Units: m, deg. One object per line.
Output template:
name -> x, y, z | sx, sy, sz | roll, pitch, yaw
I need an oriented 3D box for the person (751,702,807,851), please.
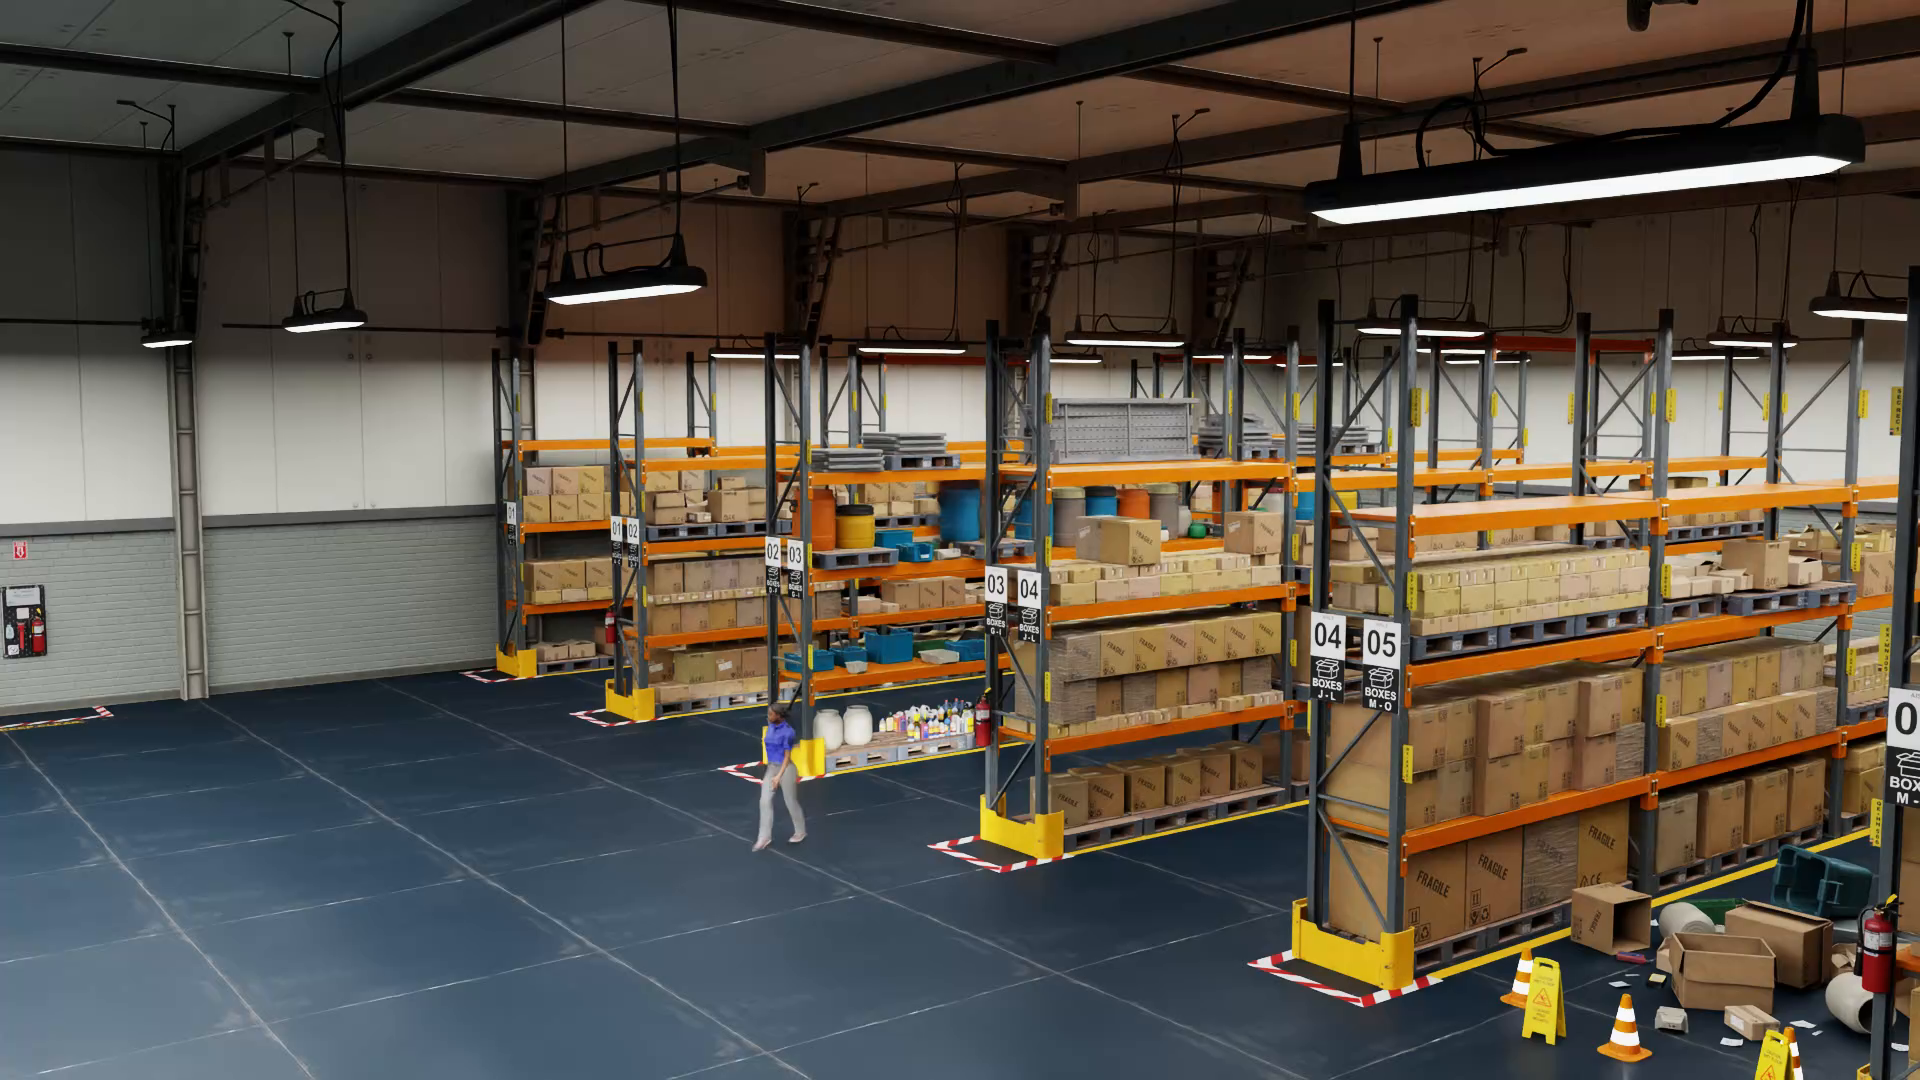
person -> -2.075, 2.694, 19.015 | 0.466, 1.692, 0.742 | 4, 7, 42
